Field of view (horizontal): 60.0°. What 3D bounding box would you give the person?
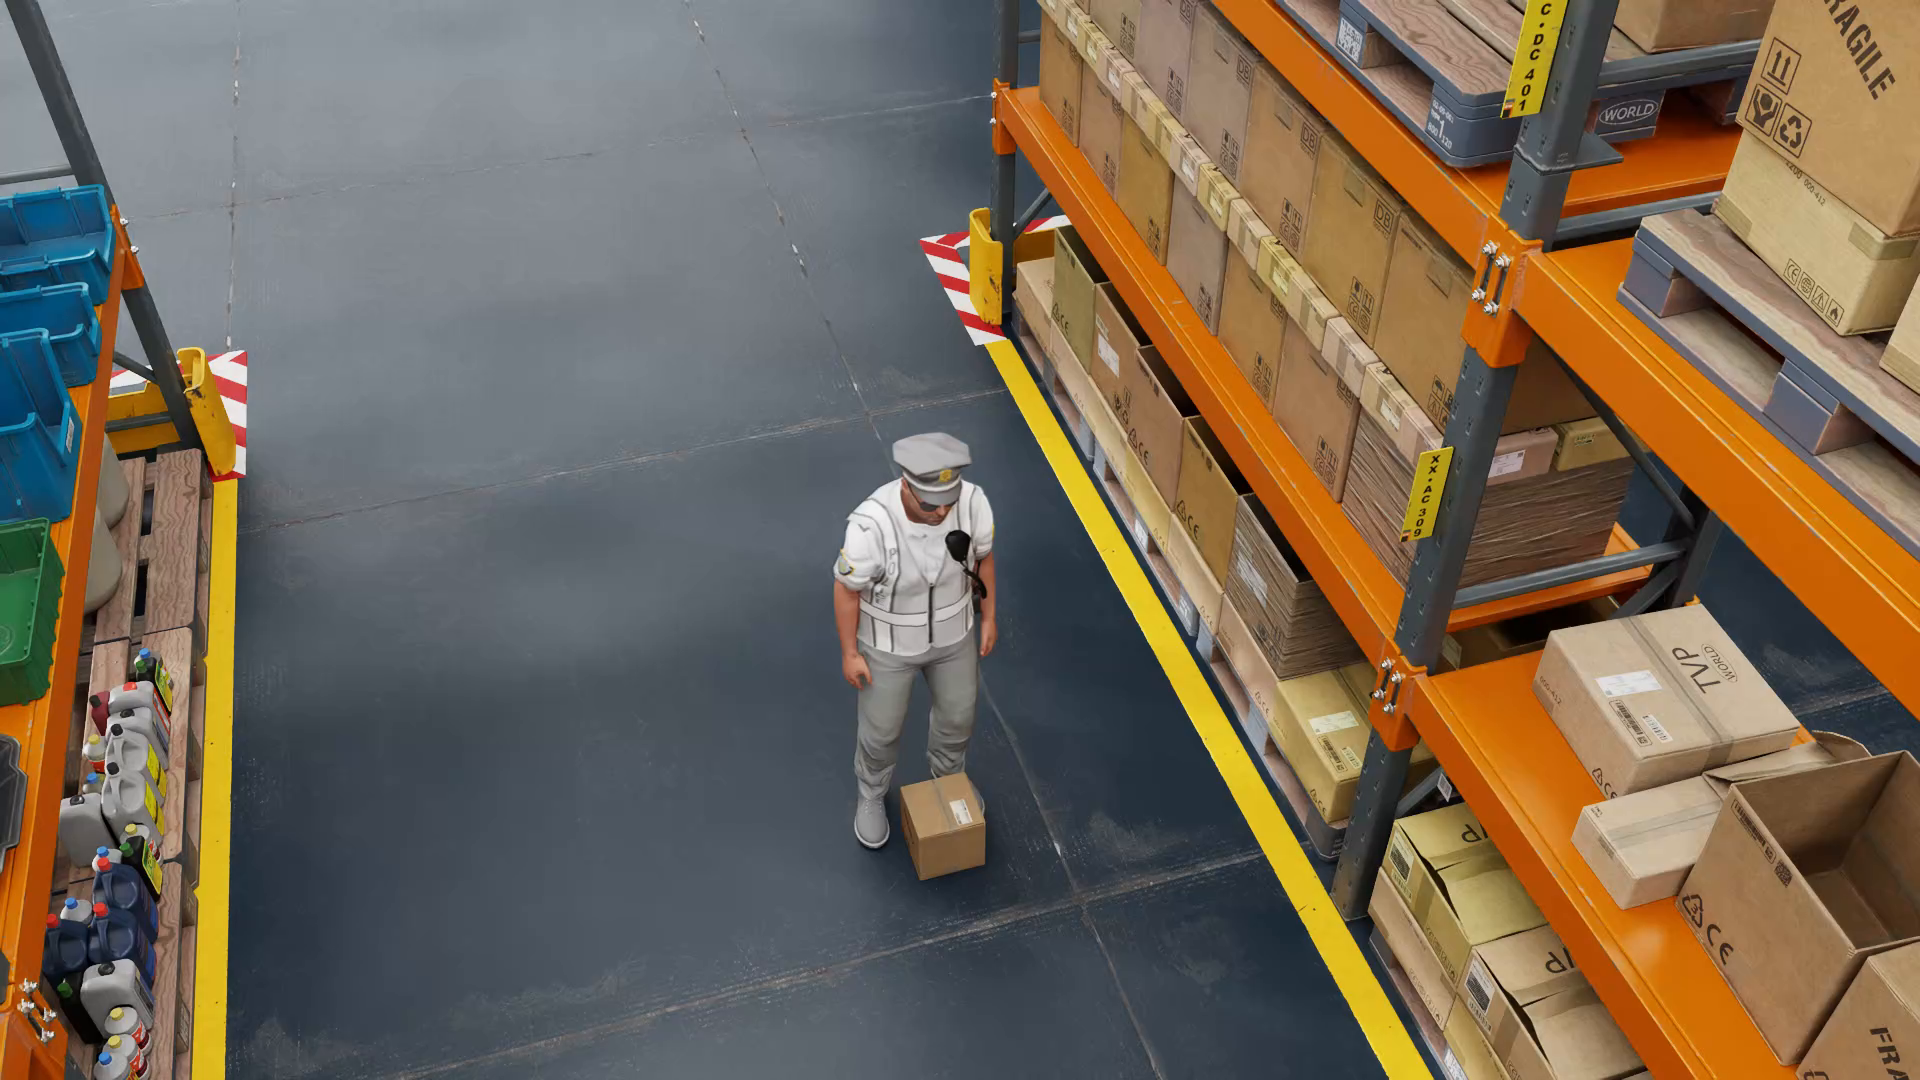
[{"bbox_3d":[-0.150,0.319,5.800,0.598,1.747,0.447,-14,44,-15],"label":"person"}]
